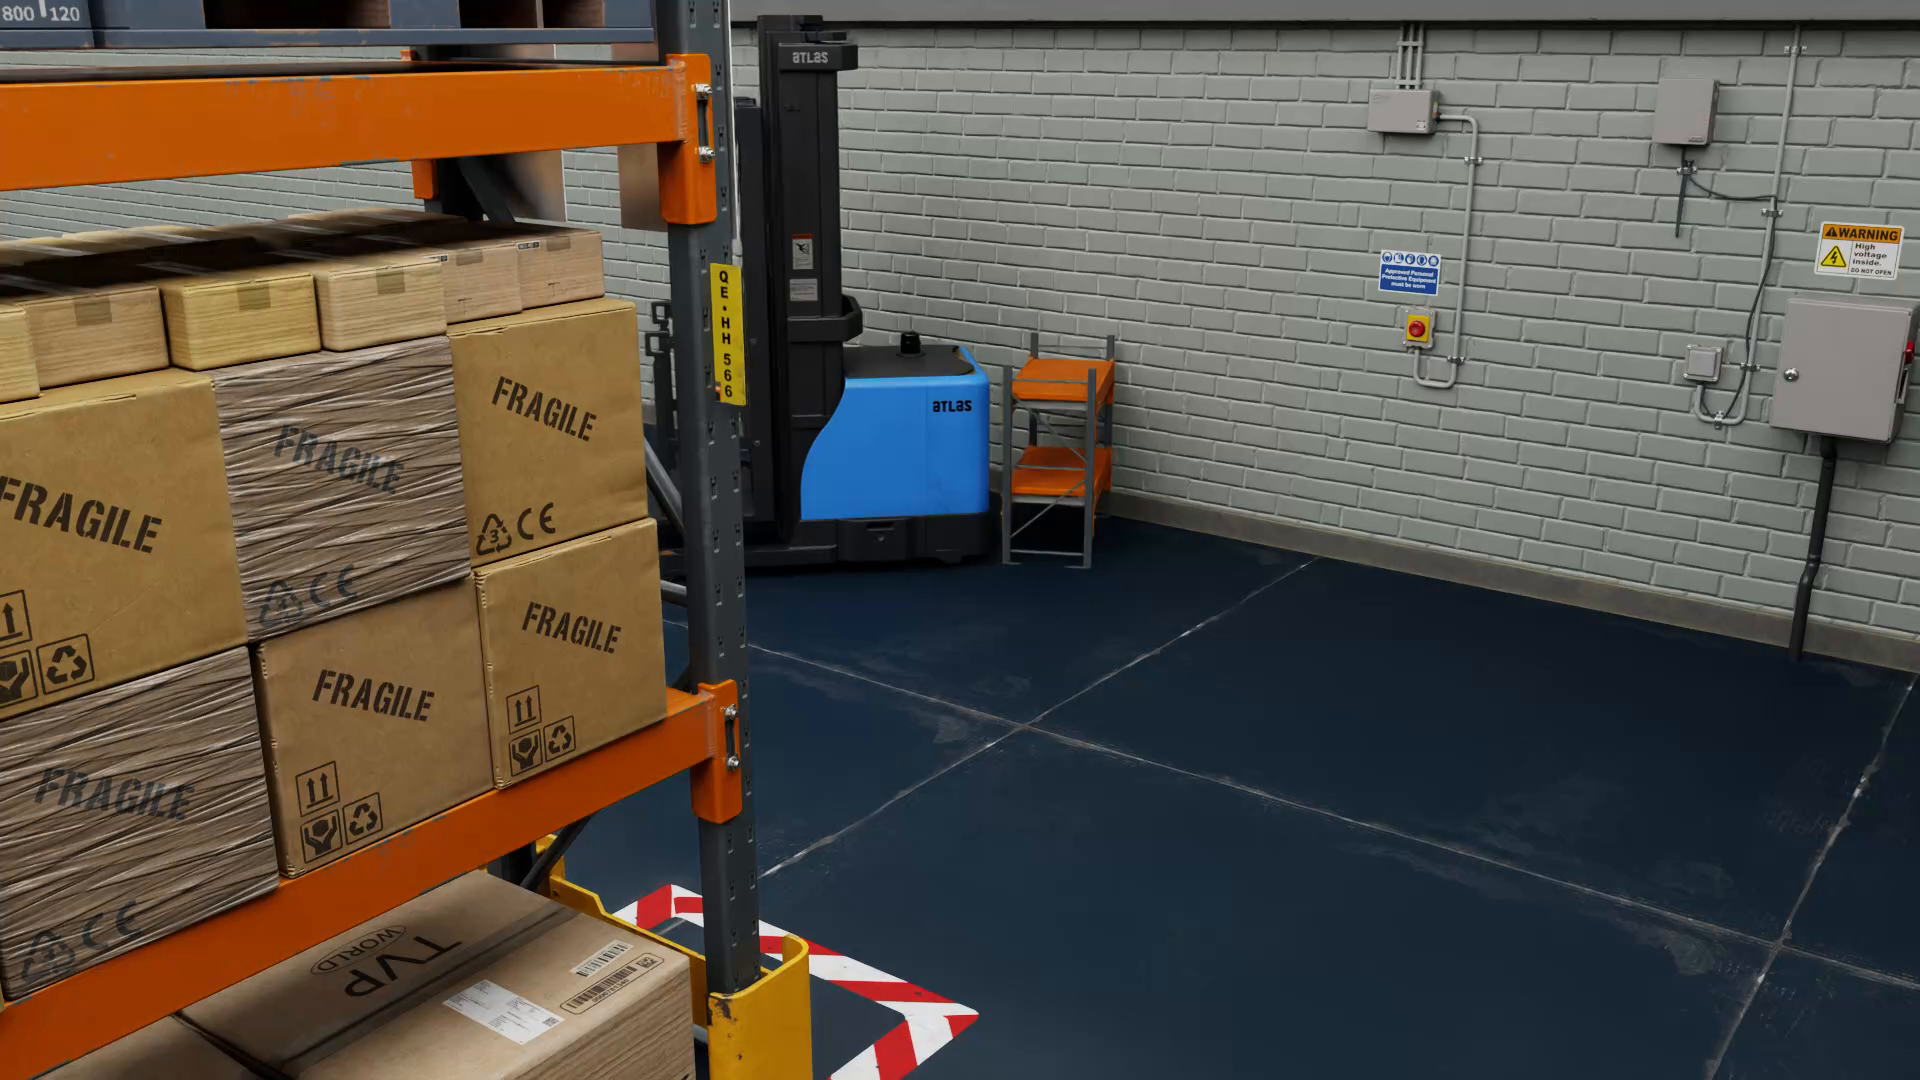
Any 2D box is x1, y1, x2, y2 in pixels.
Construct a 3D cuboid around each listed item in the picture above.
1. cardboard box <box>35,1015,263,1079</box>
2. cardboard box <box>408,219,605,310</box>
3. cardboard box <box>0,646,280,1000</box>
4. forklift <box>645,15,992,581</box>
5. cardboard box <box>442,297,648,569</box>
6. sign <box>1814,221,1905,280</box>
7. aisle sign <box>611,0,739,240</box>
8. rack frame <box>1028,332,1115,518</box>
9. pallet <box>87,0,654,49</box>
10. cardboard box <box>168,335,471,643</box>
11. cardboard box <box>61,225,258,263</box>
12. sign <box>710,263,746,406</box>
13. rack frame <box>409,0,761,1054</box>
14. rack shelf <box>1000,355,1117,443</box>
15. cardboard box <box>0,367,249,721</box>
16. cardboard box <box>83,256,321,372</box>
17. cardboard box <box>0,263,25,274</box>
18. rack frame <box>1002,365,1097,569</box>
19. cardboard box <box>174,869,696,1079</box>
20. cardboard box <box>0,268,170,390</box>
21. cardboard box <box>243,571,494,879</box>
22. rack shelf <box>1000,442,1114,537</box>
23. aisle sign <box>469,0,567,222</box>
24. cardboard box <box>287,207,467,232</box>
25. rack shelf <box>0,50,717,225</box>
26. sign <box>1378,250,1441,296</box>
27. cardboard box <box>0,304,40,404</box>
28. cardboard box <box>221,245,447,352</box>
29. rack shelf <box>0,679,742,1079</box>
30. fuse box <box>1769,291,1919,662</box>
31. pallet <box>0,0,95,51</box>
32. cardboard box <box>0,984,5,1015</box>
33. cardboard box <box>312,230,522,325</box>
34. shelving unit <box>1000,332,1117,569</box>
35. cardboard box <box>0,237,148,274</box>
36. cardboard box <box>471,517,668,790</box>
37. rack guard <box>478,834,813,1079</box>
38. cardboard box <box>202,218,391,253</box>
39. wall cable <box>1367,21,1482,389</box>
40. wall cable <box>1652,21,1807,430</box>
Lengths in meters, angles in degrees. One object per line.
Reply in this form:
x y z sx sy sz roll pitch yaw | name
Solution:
-1.821 1.507 3.445 0.875 0.438 0.875 13 22 36 | cardboard box
-1.023 -0.624 3.749 0.380 0.149 0.250 13 21 35 | cardboard box
-1.654 0.445 3.085 0.500 0.500 0.500 13 22 36 | cardboard box
-1.383 -1.342 9.123 3.031 2.935 1.130 -2 17 -8 | forklift
-1.066 -0.279 3.729 0.500 0.500 0.500 13 22 36 | cardboard box
4.050 -1.305 7.496 0.339 0.242 0.001 12 21 35 | sign
-0.678 -1.114 3.890 0.394 0.787 0.004 12 21 35 | aisle sign
0.669 -0.688 10.064 0.500 1.125 0.032 3 18 10 | rack frame
-1.404 -1.122 3.390 1.003 0.211 1.213 12 21 35 | pallet
-1.354 -0.149 3.311 0.500 0.500 0.500 13 21 35 | cardboard box
-1.750 -0.593 3.647 0.380 0.149 0.250 13 22 36 | cardboard box
-0.542 -0.477 3.871 0.100 0.325 0.005 12 21 35 | sign
-0.970 0.090 4.397 1.000 3.000 0.127 12 21 35 | rack frame
0.576 -0.820 9.499 0.538 0.278 1.000 3 18 10 | rack shelf
-1.651 -0.032 2.934 0.500 0.500 0.500 12 21 34 | cardboard box
-1.424 -0.431 3.125 0.380 0.149 0.250 13 21 36 | cardboard box
-2.006 -0.455 3.204 0.380 0.149 0.250 13 21 35 | cardboard box
0.483 -0.392 9.109 0.500 1.125 0.032 3 18 10 | rack frame
-1.283 1.288 4.152 0.875 0.438 0.875 12 21 33 | cardboard box
-1.637 -0.381 2.964 0.380 0.149 0.250 12 21 34 | cardboard box
-1.356 0.320 3.485 0.500 0.500 0.500 12 21 34 | cardboard box
0.576 -0.307 9.659 0.538 0.278 1.000 3 18 10 | rack shelf
-1.160 -1.220 4.232 0.394 0.787 0.004 12 21 35 | aisle sign
-1.404 -0.710 4.023 0.380 0.149 0.250 13 21 36 | cardboard box
-2.162 -0.523 2.525 1.077 0.370 4.000 12 21 35 | rack shelf
2.369 -1.410 8.770 0.327 0.218 0.001 12 21 35 | sign
-1.739 -0.311 2.739 0.380 0.149 0.250 13 22 36 | cardboard box
-1.241 -0.483 3.294 0.380 0.149 0.250 12 21 34 | cardboard box
-2.162 0.910 2.970 1.077 0.370 4.000 12 21 35 | rack shelf
3.971 -0.236 7.619 0.539 1.711 0.414 12 21 35 | fuse box
-2.130 -0.830 2.451 1.003 0.211 1.213 12 21 35 | pallet
-1.952 0.570 2.682 0.500 0.500 0.500 13 22 36 | cardboard box
-1.155 -0.560 3.540 0.380 0.149 0.250 13 21 36 | cardboard box
0.576 -0.540 9.586 0.538 1.125 1.048 3 18 10 | shelving unit
-1.892 -0.527 3.435 0.380 0.149 0.250 12 21 33 | cardboard box
-1.045 0.204 3.862 0.500 0.500 0.500 13 21 35 | cardboard box
-0.956 1.278 4.786 1.175 0.500 0.348 12 21 35 | rack guard
-1.503 -0.635 3.782 0.380 0.149 0.250 13 22 36 | cardboard box
2.371 -1.758 8.580 0.585 1.953 0.123 12 21 35 | wall cable
3.517 -1.495 7.786 0.588 1.984 0.122 12 21 35 | wall cable
